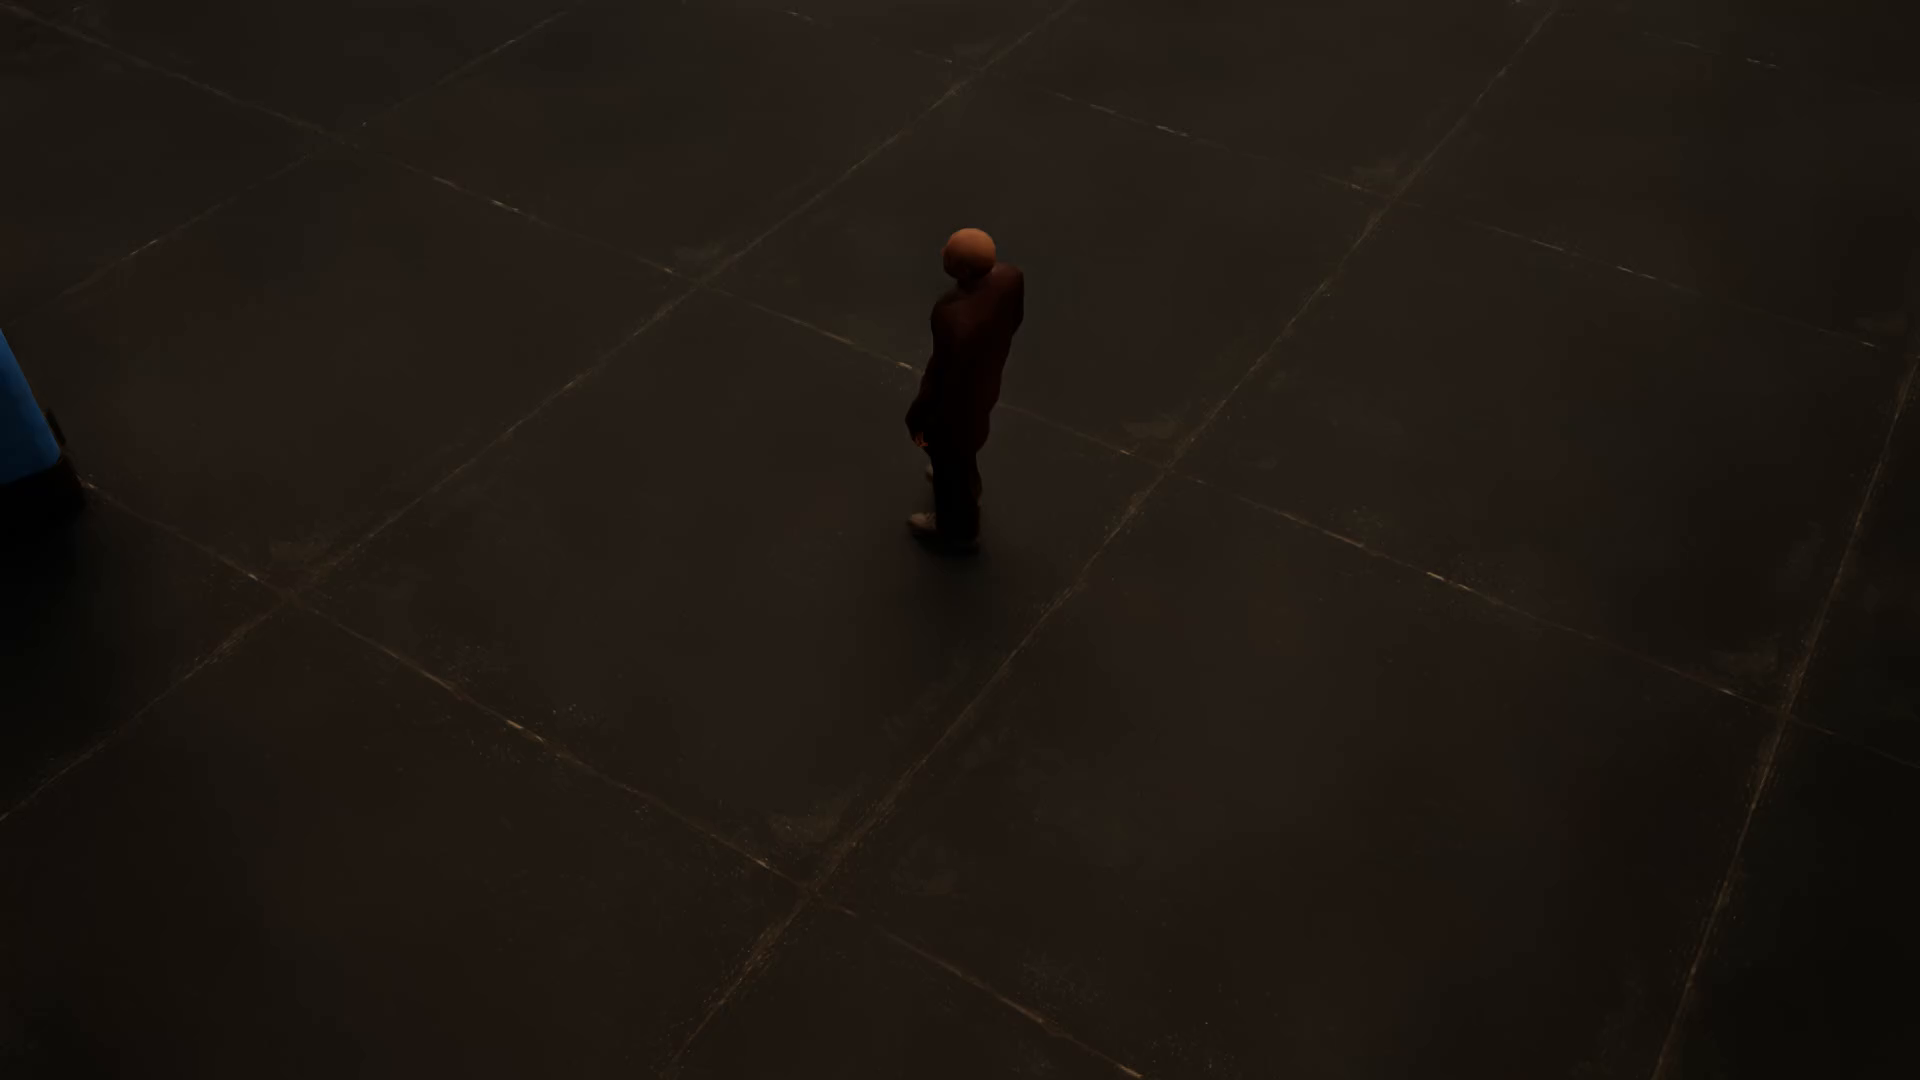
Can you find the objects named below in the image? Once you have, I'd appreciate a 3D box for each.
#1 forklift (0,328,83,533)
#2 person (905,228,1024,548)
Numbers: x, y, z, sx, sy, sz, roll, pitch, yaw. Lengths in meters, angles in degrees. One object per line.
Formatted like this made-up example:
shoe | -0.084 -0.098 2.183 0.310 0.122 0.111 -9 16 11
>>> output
forklift | -5.574 -1.823 7.771 1.130 2.935 3.031 -28 50 -26
person | -0.073 -0.687 7.400 0.586 1.774 0.694 24 48 23
